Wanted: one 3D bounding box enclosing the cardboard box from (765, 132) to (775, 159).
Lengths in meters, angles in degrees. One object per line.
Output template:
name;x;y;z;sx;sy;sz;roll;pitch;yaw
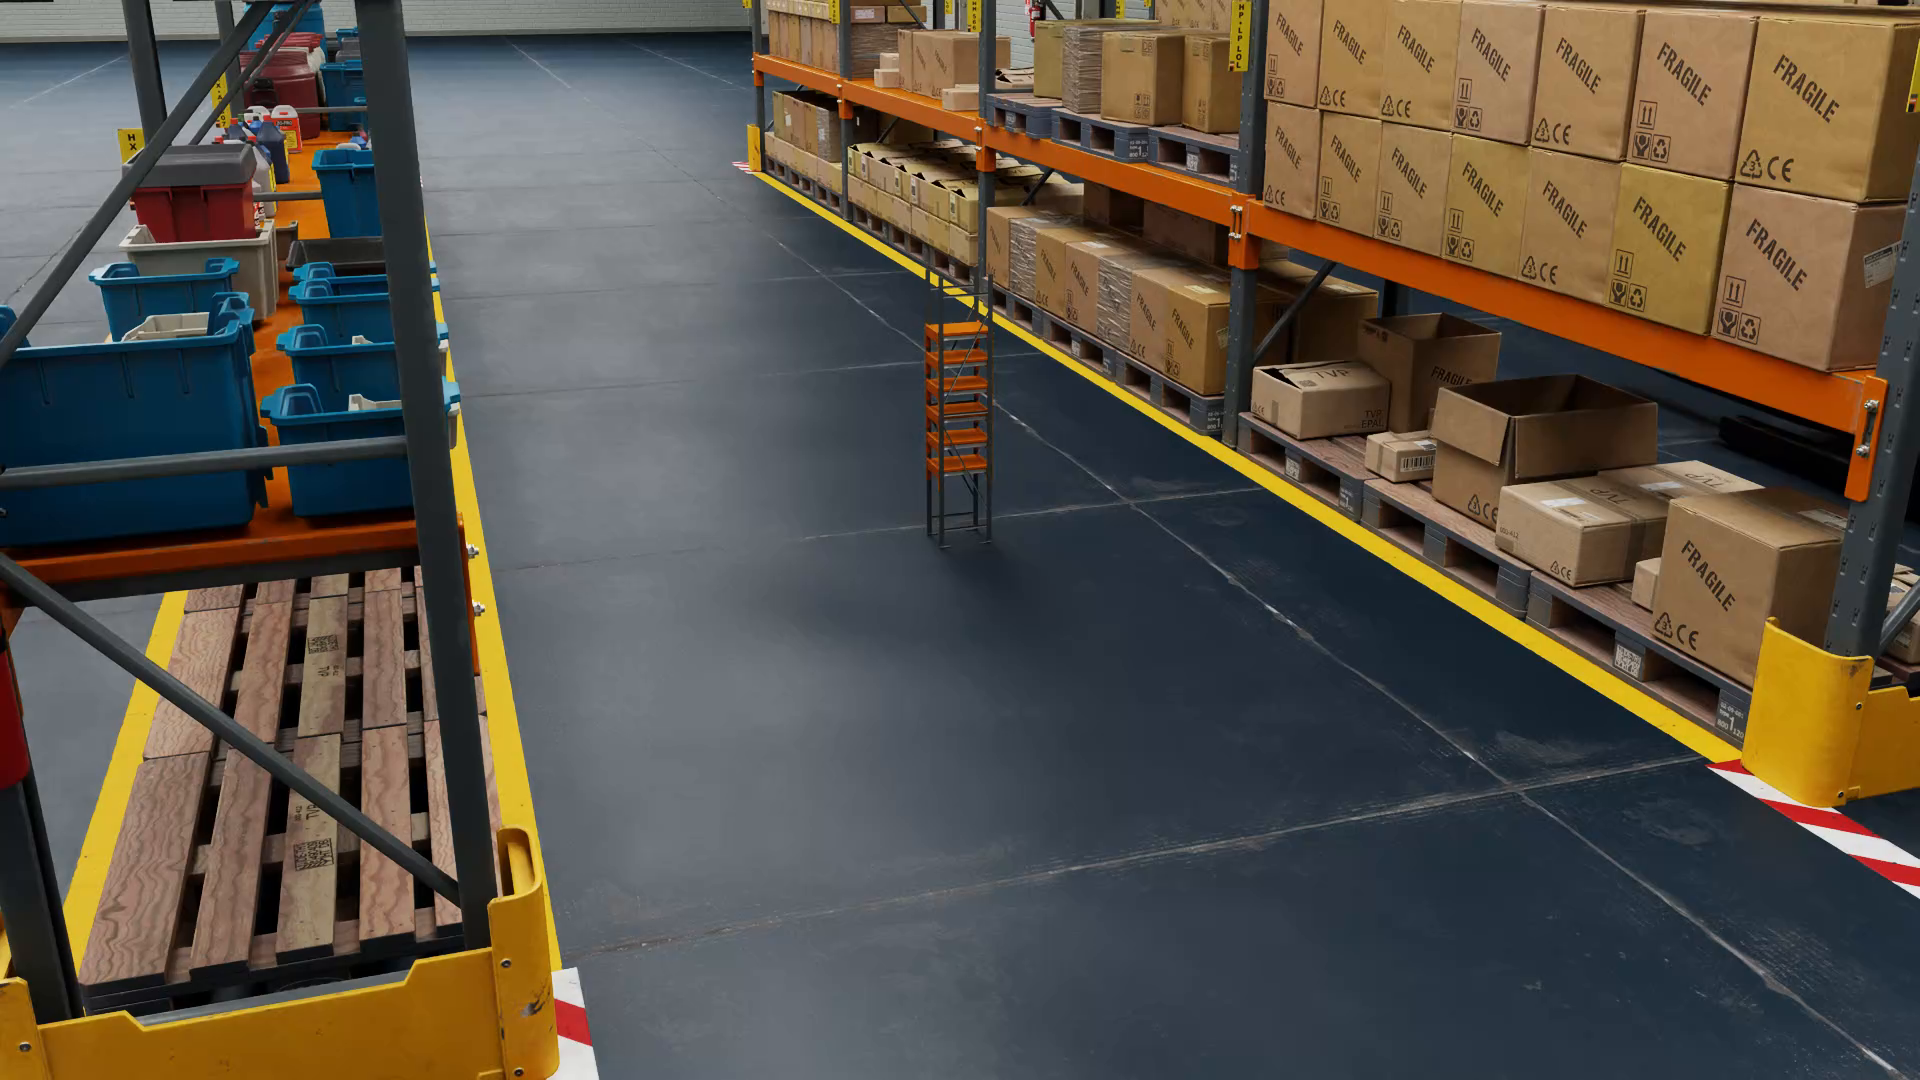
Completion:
cardboard box;-1.930;-4.516;18.997;0.500;0.250;0.500;-6;21;-17

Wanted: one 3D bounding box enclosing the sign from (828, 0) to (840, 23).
sign;-1.157;-4.909;15.249;0.100;0.325;0.005;-6;21;-17

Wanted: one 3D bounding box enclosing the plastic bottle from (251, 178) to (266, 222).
plastic bottle;-3.252;-1.567;7.635;0.097;0.201;0.097;0;20;0

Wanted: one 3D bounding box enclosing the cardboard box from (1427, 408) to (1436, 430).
cardboard box;2.507;-0.556;8.092;0.380;0.149;0.250;-6;21;-17

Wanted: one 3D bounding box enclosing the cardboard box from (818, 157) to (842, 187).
cardboard box;-1.131;-3.715;16.768;0.500;0.250;0.500;-6;21;-17

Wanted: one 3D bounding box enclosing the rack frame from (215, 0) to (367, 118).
rack frame;-4.077;-2.715;10.539;1.000;3.000;0.127;-6;21;-17

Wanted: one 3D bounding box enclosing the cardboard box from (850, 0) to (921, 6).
cardboard box;-0.776;-5.323;15.733;0.700;0.500;0.500;-6;21;-17

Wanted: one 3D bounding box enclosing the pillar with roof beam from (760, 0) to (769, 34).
pillar with roof beam;-9.661;-18.196;44.763;9.100;9.000;0.400;-6;21;-17

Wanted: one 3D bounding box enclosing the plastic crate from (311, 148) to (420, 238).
plastic crate;-2.349;-1.339;6.642;0.392;0.384;0.575;-6;21;-17

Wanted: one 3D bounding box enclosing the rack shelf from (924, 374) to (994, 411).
rack shelf;-0.005;-0.640;7.201;0.258;0.103;0.180;-6;21;-17

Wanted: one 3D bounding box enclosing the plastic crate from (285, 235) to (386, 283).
plastic crate;-2.213;-1.000;6.081;0.437;0.125;0.590;-6;21;-17

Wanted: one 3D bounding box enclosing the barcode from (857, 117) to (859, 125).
barcode;-0.945;-3.880;15.409;0.001;0.075;0.075;-6;21;-17

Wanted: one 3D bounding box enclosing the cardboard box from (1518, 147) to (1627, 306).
cardboard box;2.424;-1.162;6.066;0.500;0.500;0.500;-6;21;-17

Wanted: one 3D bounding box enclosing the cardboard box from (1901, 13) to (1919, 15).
cardboard box;3.252;-1.361;5.142;0.500;0.500;0.500;-6;21;-16

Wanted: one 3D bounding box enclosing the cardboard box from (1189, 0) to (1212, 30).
cardboard box;2.981;-6.116;19.089;0.500;0.500;0.500;-7;21;-19

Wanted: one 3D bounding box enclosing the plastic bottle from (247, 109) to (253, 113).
plastic bottle;-4.237;-2.441;9.967;0.097;0.271;0.097;0;20;0

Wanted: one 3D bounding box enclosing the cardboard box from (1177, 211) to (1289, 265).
cardboard box;1.649;-1.842;10.046;0.500;0.250;0.500;-6;21;-17

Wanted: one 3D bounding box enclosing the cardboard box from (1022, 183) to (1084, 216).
cardboard box;0.741;-2.607;12.855;0.500;0.311;0.500;-6;21;-15

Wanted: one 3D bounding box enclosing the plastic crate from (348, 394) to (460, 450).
plastic crate;-1.350;-0.278;4.055;0.250;0.136;0.298;-6;21;-17

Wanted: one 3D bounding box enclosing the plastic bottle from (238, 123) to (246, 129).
plastic bottle;-3.977;-2.176;9.228;0.097;0.271;0.097;0;20;0

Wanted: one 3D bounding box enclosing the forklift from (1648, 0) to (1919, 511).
forklift;4.653;-1.821;8.151;1.130;2.935;3.031;-5;20;-14

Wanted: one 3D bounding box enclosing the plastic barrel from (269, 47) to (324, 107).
plastic barrel;-4.735;-3.211;11.752;0.421;0.512;0.421;0;20;0

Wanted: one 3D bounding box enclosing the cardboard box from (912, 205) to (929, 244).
cardboard box;-0.091;-2.614;13.702;0.500;0.250;0.500;-6;21;-16

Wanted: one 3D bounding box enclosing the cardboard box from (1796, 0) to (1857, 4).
cardboard box;5.884;-3.485;10.956;0.500;0.250;0.500;-6;21;-16

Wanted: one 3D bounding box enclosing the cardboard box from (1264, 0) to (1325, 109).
cardboard box;1.765;-2.293;7.737;0.500;0.500;0.500;-6;21;-16

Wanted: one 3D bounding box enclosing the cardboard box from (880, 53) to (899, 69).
cardboard box;-0.434;-4.300;15.173;0.500;0.250;0.500;-5;20;-14

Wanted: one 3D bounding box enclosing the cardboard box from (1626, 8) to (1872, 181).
cardboard box;2.581;-1.466;5.435;0.500;0.500;0.500;-6;21;-16

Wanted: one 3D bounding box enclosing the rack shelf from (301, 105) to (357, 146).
rack shelf;-4.705;-3.019;12.447;1.077;0.370;4.000;-6;21;-17

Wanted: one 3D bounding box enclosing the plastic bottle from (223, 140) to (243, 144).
plastic bottle;-3.639;-1.862;8.347;0.152;0.276;0.135;-6;21;-17

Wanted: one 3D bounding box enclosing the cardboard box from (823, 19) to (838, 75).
cardboard box;-0.948;-4.881;16.422;0.700;0.500;0.500;-7;21;-18

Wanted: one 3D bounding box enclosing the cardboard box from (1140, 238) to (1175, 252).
cardboard box;1.477;-1.662;10.653;0.500;0.500;0.500;-7;21;-19

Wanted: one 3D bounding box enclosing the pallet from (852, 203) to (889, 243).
pallet;-0.362;-2.979;15.399;1.003;0.211;1.213;-6;21;-17

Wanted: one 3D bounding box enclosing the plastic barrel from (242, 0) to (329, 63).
plastic barrel;-5.500;-4.079;13.593;0.600;0.901;0.708;-6;21;-17

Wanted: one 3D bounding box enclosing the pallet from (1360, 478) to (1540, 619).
pallet;2.486;-0.032;7.193;1.003;0.211;1.213;-6;21;-17

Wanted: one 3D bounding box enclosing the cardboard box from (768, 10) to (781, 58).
cardboard box;-1.753;-5.704;18.711;0.700;0.500;0.500;-6;21;-17

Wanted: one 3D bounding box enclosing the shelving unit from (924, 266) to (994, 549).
shelving unit;-0.005;-0.569;7.227;0.258;1.200;0.189;-6;21;-17

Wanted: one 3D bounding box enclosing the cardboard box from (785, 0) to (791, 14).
cardboard box;-1.643;-5.680;17.686;0.380;0.149;0.250;-7;21;-19

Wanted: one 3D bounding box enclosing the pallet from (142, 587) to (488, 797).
pallet;-2.164;0.505;5.699;1.003;0.211;1.213;-6;21;-17

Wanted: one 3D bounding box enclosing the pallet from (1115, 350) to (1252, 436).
pallet;1.593;-0.901;9.614;1.003;0.211;1.213;-6;21;-17

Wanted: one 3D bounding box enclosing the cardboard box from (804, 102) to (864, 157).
cardboard box;-1.291;-4.228;17.087;0.500;0.500;0.500;-6;21;-17

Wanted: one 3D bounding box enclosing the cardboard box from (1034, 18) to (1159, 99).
cardboard box;0.932;-3.295;11.384;0.700;0.500;0.500;-15;24;-35

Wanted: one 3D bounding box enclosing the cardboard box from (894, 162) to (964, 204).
cardboard box;-0.253;-3.039;14.058;0.500;0.311;0.500;-6;21;-16

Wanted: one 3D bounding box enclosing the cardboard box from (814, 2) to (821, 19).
cardboard box;-1.237;-5.268;16.537;0.380;0.149;0.250;-6;21;-17

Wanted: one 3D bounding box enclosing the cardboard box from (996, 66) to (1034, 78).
cardboard box;0.530;-3.506;12.872;0.500;0.311;0.500;-7;21;-18

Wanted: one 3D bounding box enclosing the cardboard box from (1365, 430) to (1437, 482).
cardboard box;2.092;-0.396;7.623;0.380;0.166;0.250;-6;21;-17

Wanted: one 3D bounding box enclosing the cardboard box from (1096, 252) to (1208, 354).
cardboard box;1.152;-1.436;10.024;0.500;0.500;0.500;-6;21;-17

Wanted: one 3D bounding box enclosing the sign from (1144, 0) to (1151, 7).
sign;2.299;-6.685;20.310;0.100;0.325;0.005;-6;21;-17

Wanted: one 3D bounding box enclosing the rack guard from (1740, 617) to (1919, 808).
rack guard;3.117;0.479;5.344;1.175;0.500;0.348;-6;21;-17

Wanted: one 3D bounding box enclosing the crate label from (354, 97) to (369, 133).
crate label;-3.853;-2.812;11.055;0.303;0.233;0.416;-6;21;-17

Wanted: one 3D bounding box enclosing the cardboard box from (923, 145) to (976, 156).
cardboard box;-0.061;-3.426;15.134;0.500;0.311;0.500;-6;21;-16

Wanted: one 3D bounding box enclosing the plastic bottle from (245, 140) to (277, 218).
plastic bottle;-3.282;-1.684;7.741;0.144;0.351;0.185;-6;21;-17

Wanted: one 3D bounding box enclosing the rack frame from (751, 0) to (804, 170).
rack frame;-1.888;-5.808;19.148;1.000;3.000;0.127;-6;21;-17

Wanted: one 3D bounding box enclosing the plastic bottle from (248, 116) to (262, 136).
plastic bottle;-4.034;-2.299;9.571;0.097;0.271;0.097;0;20;0
